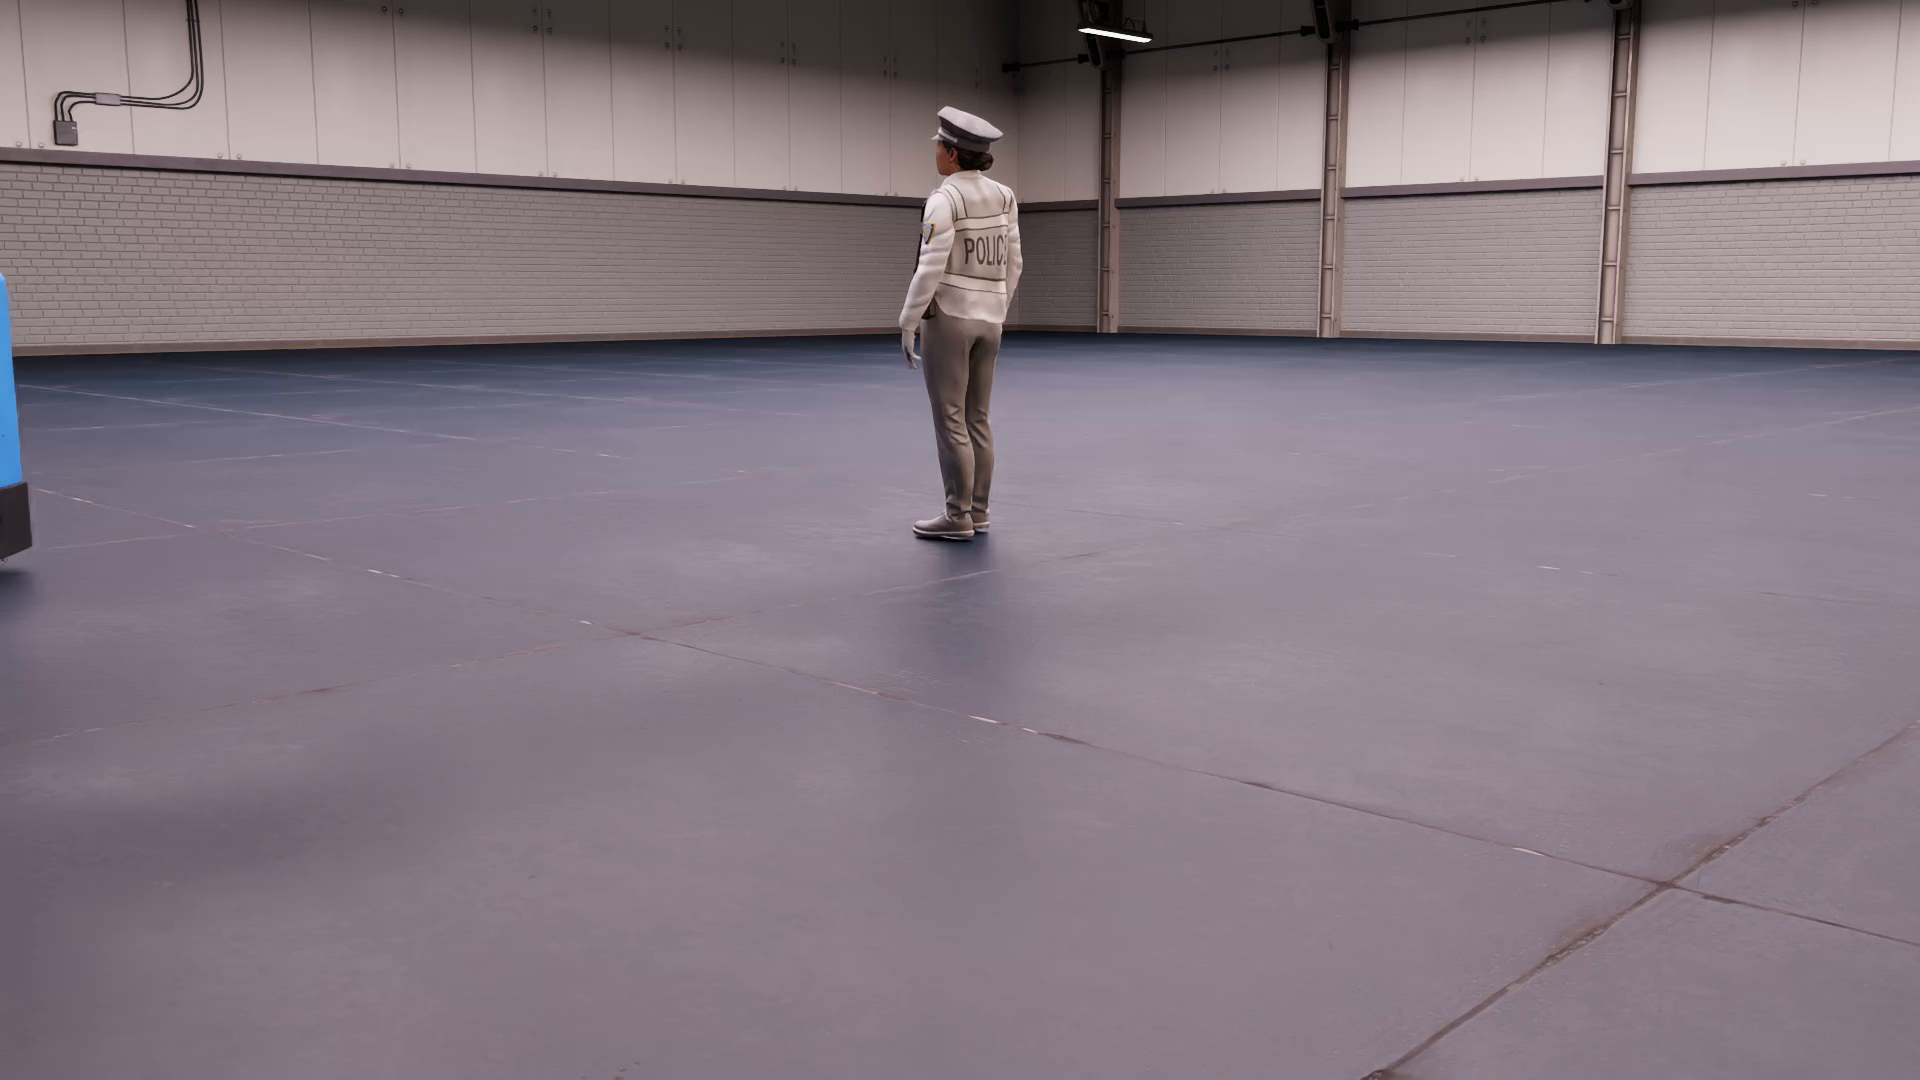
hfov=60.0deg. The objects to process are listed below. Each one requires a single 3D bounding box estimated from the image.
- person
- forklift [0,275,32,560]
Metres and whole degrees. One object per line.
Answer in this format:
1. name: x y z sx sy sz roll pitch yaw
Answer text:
1. person: -0.045 -0.853 6.642 0.530 1.694 0.587 8 12 43
2. forklift: -4.792 -1.247 5.155 3.031 2.935 1.130 -2 9 -11
